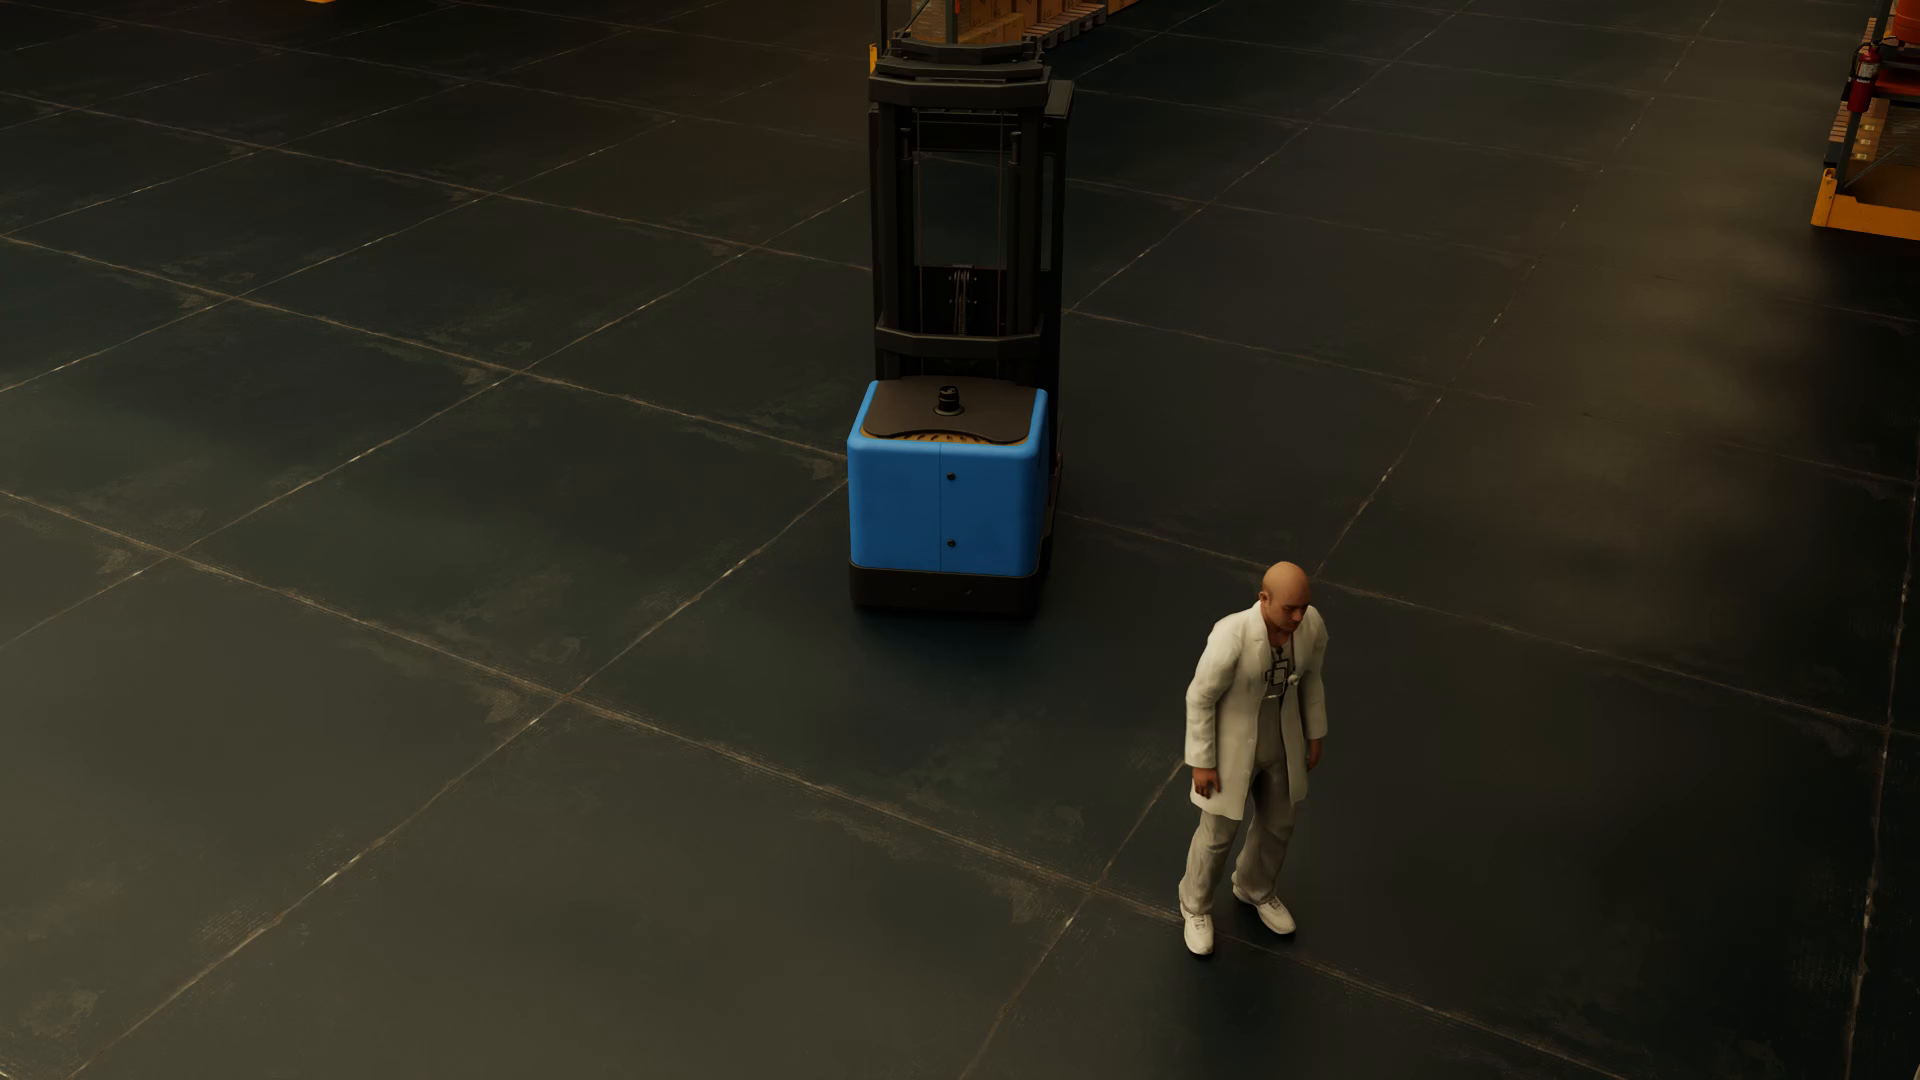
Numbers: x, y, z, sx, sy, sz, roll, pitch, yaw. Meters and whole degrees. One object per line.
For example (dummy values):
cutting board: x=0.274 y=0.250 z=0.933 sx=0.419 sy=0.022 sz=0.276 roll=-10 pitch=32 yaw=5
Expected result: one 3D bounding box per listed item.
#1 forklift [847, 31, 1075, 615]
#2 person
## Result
forklift: x=0.072 y=-1.572 z=9.794 sx=1.130 sy=2.935 sz=3.031 roll=3 pitch=30 yaw=6
person: x=1.206 y=0.851 z=6.754 sx=0.653 sy=1.774 sz=0.431 roll=-11 pitch=32 yaw=-19
